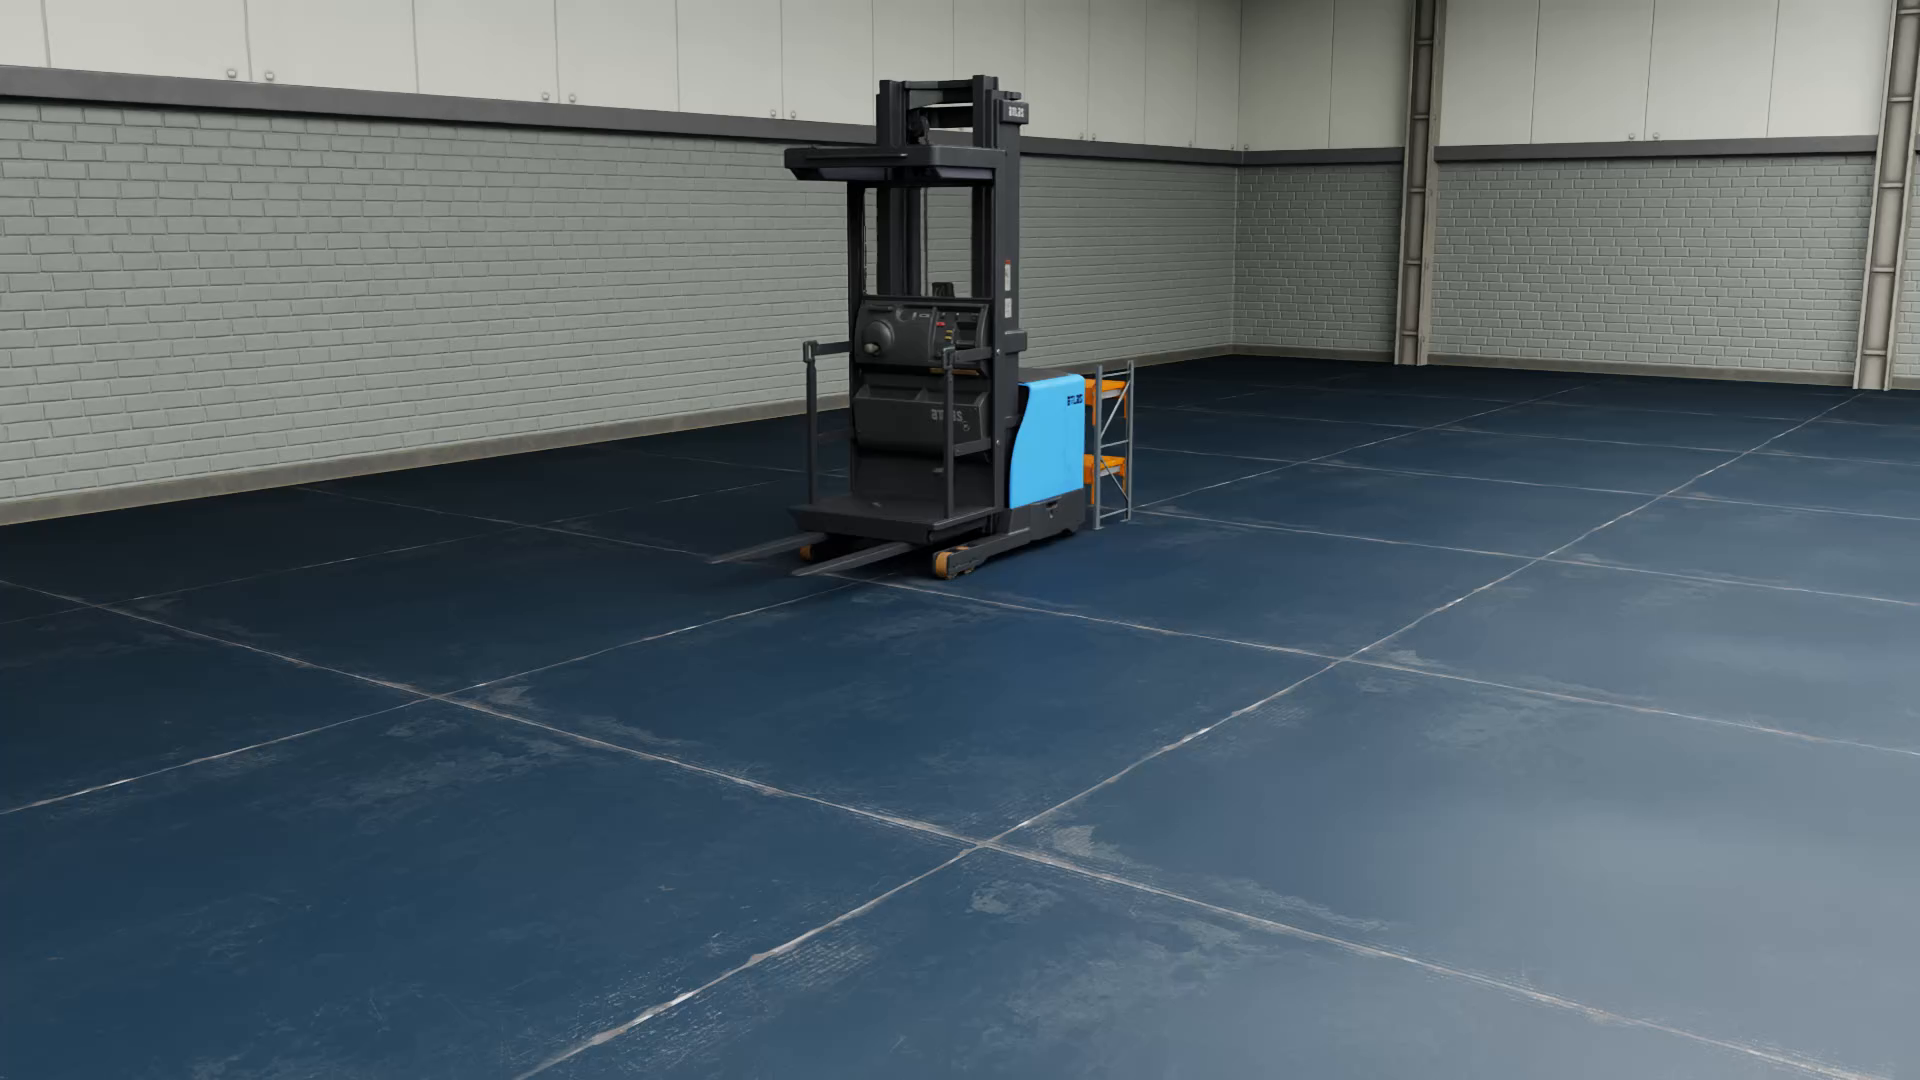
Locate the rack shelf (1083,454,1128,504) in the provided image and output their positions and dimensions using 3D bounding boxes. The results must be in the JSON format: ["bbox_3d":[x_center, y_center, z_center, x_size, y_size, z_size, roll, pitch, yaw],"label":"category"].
[{"bbox_3d":[0.637,-0.473,11.802,1.000,0.278,0.538,7,13,33],"label":"rack shelf"}]

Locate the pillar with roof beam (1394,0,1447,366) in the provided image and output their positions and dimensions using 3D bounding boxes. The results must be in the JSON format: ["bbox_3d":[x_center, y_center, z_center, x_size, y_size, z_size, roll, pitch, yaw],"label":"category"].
[{"bbox_3d":[4.048,-6.332,20.069,0.400,9.000,9.100,8,13,36],"label":"pillar with roof beam"}]

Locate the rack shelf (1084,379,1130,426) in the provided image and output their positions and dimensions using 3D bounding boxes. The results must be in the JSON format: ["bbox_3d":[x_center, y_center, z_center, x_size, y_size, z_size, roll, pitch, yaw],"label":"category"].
[{"bbox_3d":[0.637,-1.001,11.700,1.000,0.278,0.538,7,13,33],"label":"rack shelf"}]

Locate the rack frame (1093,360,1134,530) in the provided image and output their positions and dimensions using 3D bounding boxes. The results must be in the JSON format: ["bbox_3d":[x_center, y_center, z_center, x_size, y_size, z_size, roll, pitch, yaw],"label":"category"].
[{"bbox_3d":[1.060,-0.660,11.478,0.032,1.125,0.500,7,13,33],"label":"rack frame"}]

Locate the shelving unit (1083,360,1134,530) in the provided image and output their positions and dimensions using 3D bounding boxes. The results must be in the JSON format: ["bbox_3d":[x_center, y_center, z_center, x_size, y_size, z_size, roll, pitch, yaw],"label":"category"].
[{"bbox_3d":[0.637,-0.713,11.755,1.048,1.125,0.538,7,13,33],"label":"shelving unit"}]

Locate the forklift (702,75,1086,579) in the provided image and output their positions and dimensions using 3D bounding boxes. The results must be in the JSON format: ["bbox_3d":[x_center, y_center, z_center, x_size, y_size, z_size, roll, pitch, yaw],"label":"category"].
[{"bbox_3d":[-0.351,-1.307,10.067,1.130,2.935,3.031,7,13,31],"label":"forklift"}]

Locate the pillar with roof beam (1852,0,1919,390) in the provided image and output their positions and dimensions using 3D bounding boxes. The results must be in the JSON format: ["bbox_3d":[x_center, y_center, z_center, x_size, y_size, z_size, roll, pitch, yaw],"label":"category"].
[{"bbox_3d":[8.884,-5.658,16.583,0.400,9.000,9.100,8,13,36],"label":"pillar with roof beam"}]
